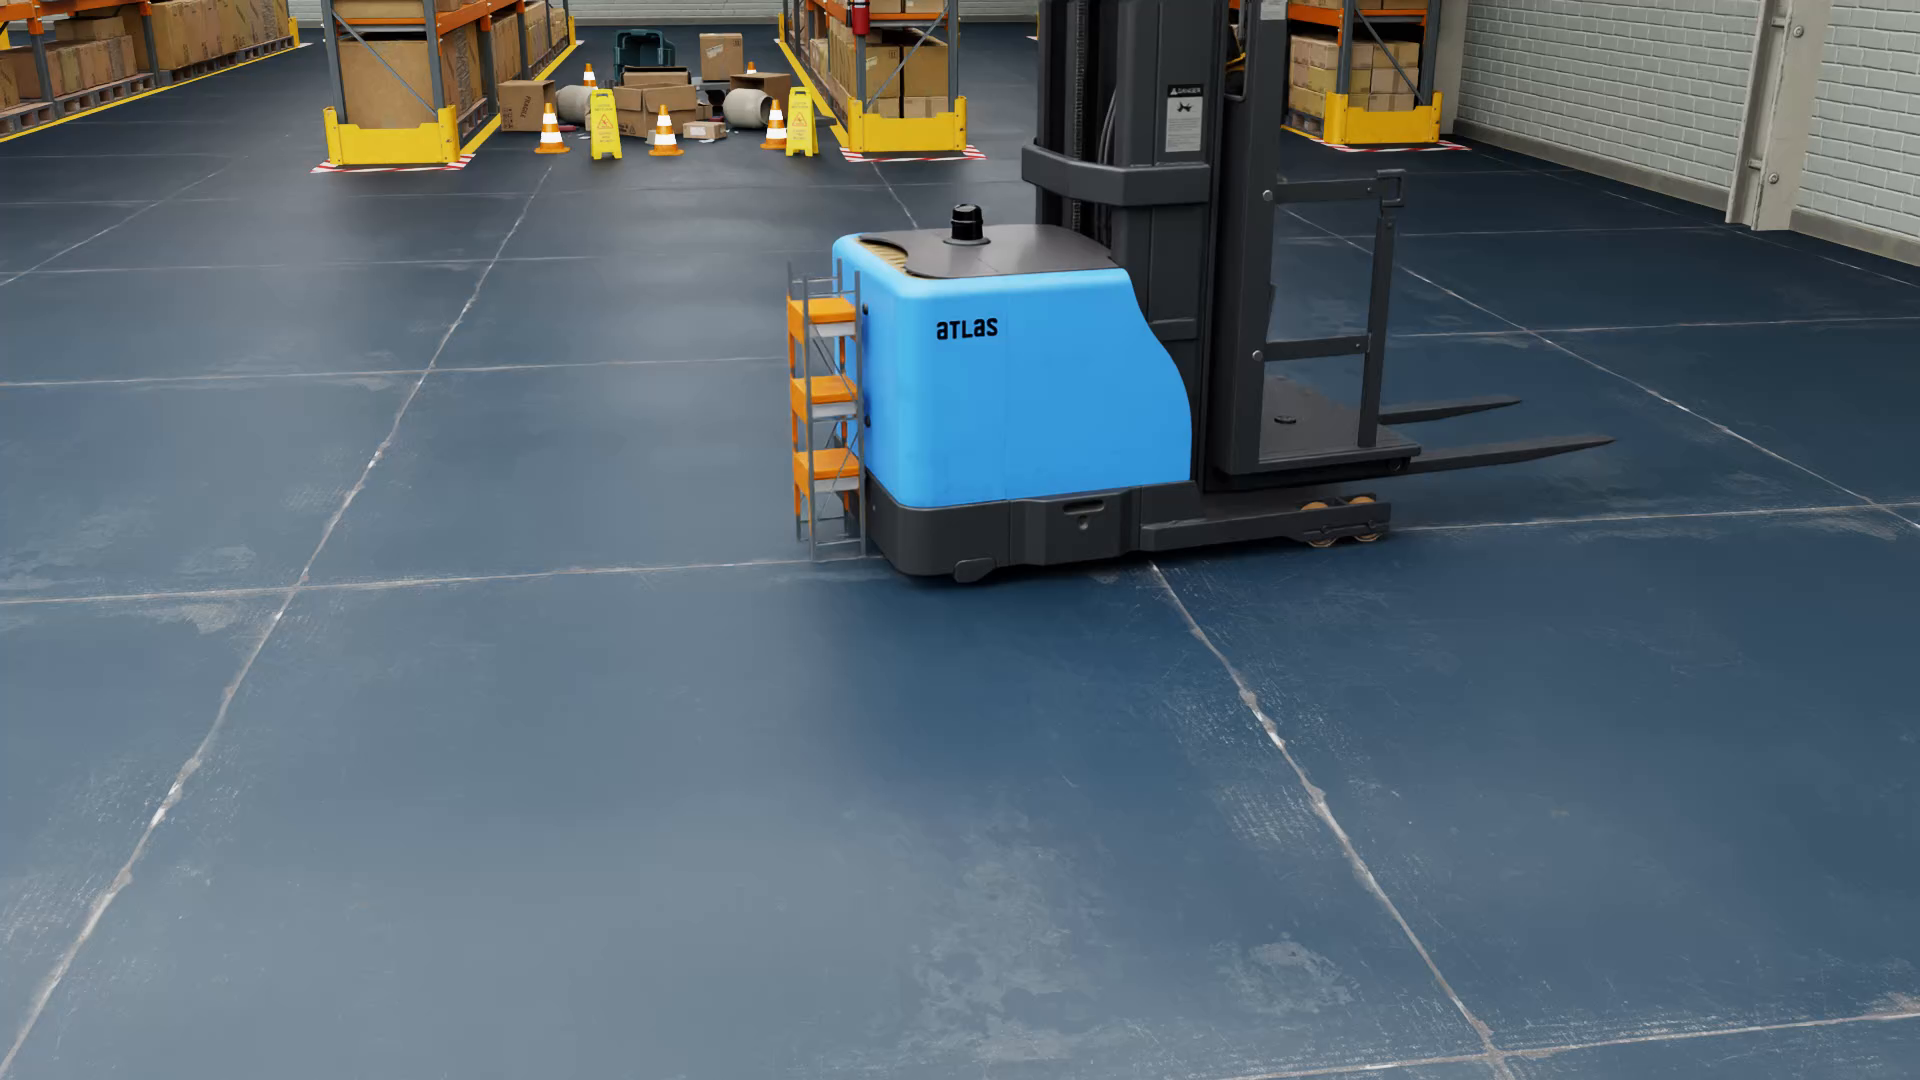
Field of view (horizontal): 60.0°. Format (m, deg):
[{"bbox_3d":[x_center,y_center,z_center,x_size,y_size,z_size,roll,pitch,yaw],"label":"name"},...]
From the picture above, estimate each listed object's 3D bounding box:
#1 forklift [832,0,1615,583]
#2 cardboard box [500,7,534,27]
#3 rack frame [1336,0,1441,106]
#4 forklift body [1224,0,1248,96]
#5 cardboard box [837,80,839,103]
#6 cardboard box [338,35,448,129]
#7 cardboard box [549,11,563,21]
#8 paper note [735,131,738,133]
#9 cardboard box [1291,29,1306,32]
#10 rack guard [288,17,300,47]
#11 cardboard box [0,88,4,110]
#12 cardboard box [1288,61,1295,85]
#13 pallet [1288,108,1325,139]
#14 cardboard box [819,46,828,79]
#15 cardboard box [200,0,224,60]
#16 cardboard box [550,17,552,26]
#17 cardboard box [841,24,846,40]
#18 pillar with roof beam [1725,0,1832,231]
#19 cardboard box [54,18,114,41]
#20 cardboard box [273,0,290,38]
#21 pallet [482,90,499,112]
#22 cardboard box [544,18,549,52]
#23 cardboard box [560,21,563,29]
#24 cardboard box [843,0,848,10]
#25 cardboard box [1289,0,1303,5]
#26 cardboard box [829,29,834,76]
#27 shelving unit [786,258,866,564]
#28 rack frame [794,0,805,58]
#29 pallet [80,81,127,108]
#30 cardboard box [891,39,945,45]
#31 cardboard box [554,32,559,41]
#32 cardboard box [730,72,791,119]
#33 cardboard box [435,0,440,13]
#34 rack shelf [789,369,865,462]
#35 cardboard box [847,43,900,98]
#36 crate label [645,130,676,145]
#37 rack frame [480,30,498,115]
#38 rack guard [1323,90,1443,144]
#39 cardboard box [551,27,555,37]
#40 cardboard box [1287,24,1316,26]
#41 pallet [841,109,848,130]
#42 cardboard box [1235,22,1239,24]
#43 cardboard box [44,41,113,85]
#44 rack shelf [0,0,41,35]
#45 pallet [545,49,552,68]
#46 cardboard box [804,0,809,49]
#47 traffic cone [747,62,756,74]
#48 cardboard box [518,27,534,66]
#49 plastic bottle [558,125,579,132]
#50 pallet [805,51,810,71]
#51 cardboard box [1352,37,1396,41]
[{"bbox_3d":[1.085,-1.512,6.076,3.031,2.935,1.130,-7,21,-17],"label":"forklift"},{"bbox_3d":[-6.491,-7.616,24.220,0.500,0.250,0.500,-3,21,-8],"label":"cardboard box"},{"bbox_3d":[4.390,-5.579,16.865,1.000,3.000,0.127,-3,21,-8],"label":"rack frame"},{"bbox_3d":[2.311,-5.746,18.525,2.313,2.155,1.214,-3,21,-8],"label":"forklift body"},{"bbox_3d":[-1.113,-5.035,18.739,0.500,0.250,0.500,-3,21,-8],"label":"cardboard box"},{"bbox_3d":[-5.568,-4.475,16.347,0.875,0.875,0.875,-3,21,-7],"label":"cardboard box"},{"bbox_3d":[-7.174,-9.195,29.173,0.380,0.149,0.250,-2,21,-6],"label":"cardboard box"},{"bbox_3d":[-2.429,-4.430,18.064,0.032,0.001,0.123,-3,21,-8],"label":"paper note"},{"bbox_3d":[3.719,-5.808,19.380,0.500,0.250,0.500,-2,21,-6],"label":"cardboard box"},{"bbox_3d":[-12.638,-9.204,30.145,1.175,0.500,0.348,-3,21,-8],"label":"rack guard"},{"bbox_3d":[-10.796,-4.899,18.019,0.500,0.500,0.500,4,21,9],"label":"cardboard box"},{"bbox_3d":[3.854,-5.226,18.537,0.500,0.250,0.500,-3,21,-9],"label":"cardboard box"},{"bbox_3d":[4.238,-4.535,18.056,1.003,0.211,1.213,-3,21,-8],"label":"pallet"},{"bbox_3d":[-1.385,-6.348,22.082,0.950,0.372,0.625,-2,21,-6],"label":"cardboard box"},{"bbox_3d":[-11.816,-7.653,24.857,1.225,0.875,0.875,-4,21,-10],"label":"cardboard box"},{"bbox_3d":[-6.961,-8.565,27.485,0.380,0.149,0.250,-2,21,-5],"label":"cardboard box"},{"bbox_3d":[-1.084,-5.457,17.871,0.380,0.149,0.250,-2,21,-5],"label":"cardboard box"},{"bbox_3d":[1.786,-6.381,10.439,9.100,9.000,0.400,-3,21,-8],"label":"pillar with roof beam"},{"bbox_3d":[-11.268,-6.570,21.391,0.500,0.250,0.500,-1,20,-2],"label":"cardboard box"},{"bbox_3d":[-12.463,-9.351,29.401,0.875,0.875,0.875,-3,21,-8],"label":"cardboard box"},{"bbox_3d":[-6.168,-5.384,20.331,1.003,0.211,1.213,-3,21,-8],"label":"pallet"},{"bbox_3d":[-6.779,-7.979,26.265,0.500,0.500,0.500,-3,21,-9],"label":"cardboard box"},{"bbox_3d":[-7.189,-9.056,29.224,0.380,0.149,0.250,-3,21,-7],"label":"cardboard box"},{"bbox_3d":[-1.016,-5.588,17.248,0.380,0.149,0.250,-3,21,-7],"label":"cardboard box"},{"bbox_3d":[3.919,-6.140,18.226,0.500,0.500,0.500,-3,21,-9],"label":"cardboard box"},{"bbox_3d":[-1.280,-5.754,19.593,0.500,0.500,0.500,-2,21,-5],"label":"cardboard box"},{"bbox_3d":[-0.476,-0.457,5.940,0.215,1.050,0.252,-7,21,-17],"label":"shelving unit"},{"bbox_3d":[-2.251,-9.482,27.316,1.000,3.000,0.127,-3,21,-8],"label":"rack frame"},{"bbox_3d":[-11.197,-5.599,20.904,1.003,0.211,1.213,-3,21,-8],"label":"pallet"},{"bbox_3d":[-0.448,-5.069,17.759,0.500,0.500,0.500,-4,21,-10],"label":"cardboard box"},{"bbox_3d":[-7.097,-8.648,28.557,0.380,0.149,0.250,-3,21,-9],"label":"cardboard box"},{"bbox_3d":[-2.290,-5.102,19.160,0.500,0.500,0.500,12,24,29],"label":"cardboard box"},{"bbox_3d":[-5.604,-5.428,16.248,0.875,0.550,0.550,-3,21,-8],"label":"cardboard box"},{"bbox_3d":[-0.476,-0.447,5.943,0.215,0.259,0.240,-7,21,-17],"label":"rack shelf"},{"bbox_3d":[-0.895,-4.851,17.175,0.500,0.500,0.500,-3,21,-7],"label":"cardboard box"},{"bbox_3d":[-3.084,-4.165,17.172,0.250,0.136,0.298,-15,25,-35],"label":"crate label"},{"bbox_3d":[-5.982,-6.427,19.137,1.000,3.000,0.127,-3,21,-8],"label":"rack frame"},{"bbox_3d":[4.393,-4.399,17.280,1.175,0.500,0.348,-3,21,-8],"label":"rack guard"},{"bbox_3d":[-6.871,-8.339,27.306,0.380,0.149,0.250,-2,21,-5],"label":"cardboard box"},{"bbox_3d":[4.076,-6.180,20.376,0.500,0.250,0.500,-3,21,-7],"label":"cardboard box"},{"bbox_3d":[-0.787,-4.752,18.636,1.003,0.211,1.213,-3,21,-8],"label":"pallet"},{"bbox_3d":[3.512,-6.757,22.815,0.875,0.625,0.625,-4,21,-10],"label":"cardboard box"},{"bbox_3d":[-11.184,-6.014,20.974,0.700,0.500,0.500,-1,21,-3],"label":"cardboard box"},{"bbox_3d":[-10.616,-5.183,16.833,1.077,0.370,4.000,-3,21,-8],"label":"rack shelf"},{"bbox_3d":[-7.021,-7.621,26.320,1.003,0.211,1.213,-3,21,-8],"label":"pallet"},{"bbox_3d":[-2.083,-8.473,27.050,0.875,0.875,0.875,-2,21,-6],"label":"cardboard box"},{"bbox_3d":[-2.662,-5.882,21.304,0.336,0.463,0.334,-3,21,-8],"label":"traffic cone"},{"bbox_3d":[-6.408,-7.096,23.900,0.500,0.500,0.500,-4,21,-10],"label":"cardboard box"},{"bbox_3d":[-4.314,-4.499,18.175,0.283,0.061,0.133,-11,23,-26],"label":"plastic bottle"},{"bbox_3d":[-1.886,-7.489,25.965,1.003,0.211,1.213,-3,21,-8],"label":"pallet"},{"bbox_3d":[4.432,-5.304,18.032,0.500,0.250,0.500,-3,21,-8],"label":"cardboard box"}]
